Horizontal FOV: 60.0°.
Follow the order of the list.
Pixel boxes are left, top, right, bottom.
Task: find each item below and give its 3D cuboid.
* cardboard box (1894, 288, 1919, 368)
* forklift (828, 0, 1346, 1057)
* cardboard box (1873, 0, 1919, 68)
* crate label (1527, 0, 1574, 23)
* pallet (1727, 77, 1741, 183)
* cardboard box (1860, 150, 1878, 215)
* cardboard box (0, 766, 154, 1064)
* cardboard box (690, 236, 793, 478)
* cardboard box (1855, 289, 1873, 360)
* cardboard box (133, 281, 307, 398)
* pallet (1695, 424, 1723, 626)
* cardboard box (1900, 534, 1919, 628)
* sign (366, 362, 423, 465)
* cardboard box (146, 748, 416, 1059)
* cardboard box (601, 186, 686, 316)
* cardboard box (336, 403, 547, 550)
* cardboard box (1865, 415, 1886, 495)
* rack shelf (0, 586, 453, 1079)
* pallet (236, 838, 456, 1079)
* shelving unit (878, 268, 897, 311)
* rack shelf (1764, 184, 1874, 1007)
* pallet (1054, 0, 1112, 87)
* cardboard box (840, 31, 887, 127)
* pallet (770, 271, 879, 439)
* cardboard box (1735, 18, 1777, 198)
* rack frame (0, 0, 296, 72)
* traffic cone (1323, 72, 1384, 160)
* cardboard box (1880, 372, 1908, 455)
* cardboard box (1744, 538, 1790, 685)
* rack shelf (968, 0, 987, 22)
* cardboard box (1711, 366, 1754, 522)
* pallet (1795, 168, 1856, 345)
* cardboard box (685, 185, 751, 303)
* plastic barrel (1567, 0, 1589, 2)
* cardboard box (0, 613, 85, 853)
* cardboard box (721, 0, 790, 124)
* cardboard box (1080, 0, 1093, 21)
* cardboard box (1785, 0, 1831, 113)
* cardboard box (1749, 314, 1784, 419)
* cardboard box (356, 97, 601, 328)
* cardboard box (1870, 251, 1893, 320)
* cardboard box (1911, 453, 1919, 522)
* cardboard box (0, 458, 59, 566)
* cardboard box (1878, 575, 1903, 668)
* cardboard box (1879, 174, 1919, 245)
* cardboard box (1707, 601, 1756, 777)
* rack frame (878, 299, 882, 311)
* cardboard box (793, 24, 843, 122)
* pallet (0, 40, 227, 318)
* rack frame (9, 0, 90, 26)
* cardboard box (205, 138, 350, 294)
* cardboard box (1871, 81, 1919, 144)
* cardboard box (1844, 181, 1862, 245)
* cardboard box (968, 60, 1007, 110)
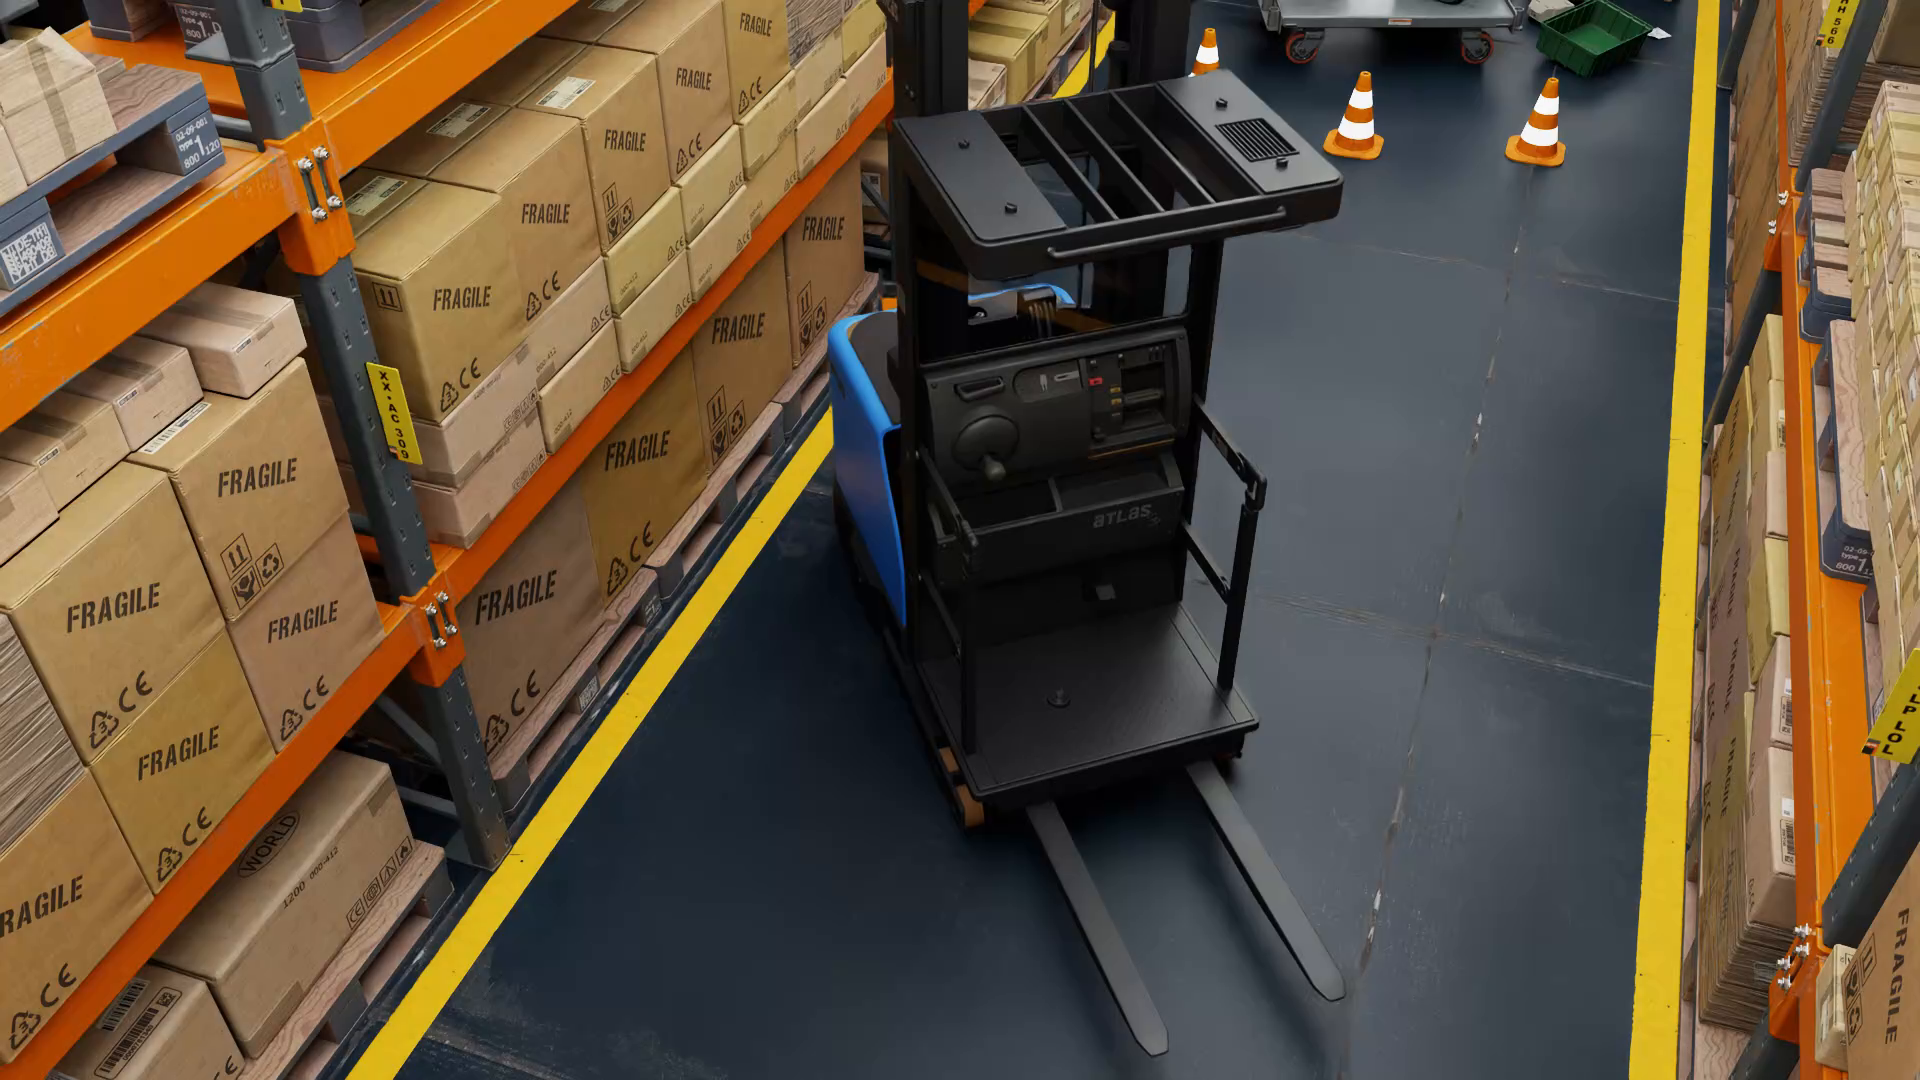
[{"bbox_3d":[3.085,-0.612,5.068,0.380,0.149,0.250,13,42,14],"label":"cardboard box"},{"bbox_3d":[0.412,-0.372,5.428,1.130,2.935,3.031,-12,42,-14],"label":"forklift"},{"bbox_3d":[4.125,-2.204,6.674,0.700,0.500,0.500,13,42,15],"label":"cardboard box"},{"bbox_3d":[4.053,-3.628,11.396,0.298,0.136,0.250,-13,42,-15],"label":"crate label"},{"bbox_3d":[5.137,-2.405,9.906,1.003,0.211,1.213,13,42,15],"label":"pallet"},{"bbox_3d":[3.517,-1.275,6.074,0.380,0.149,0.250,15,43,17],"label":"cardboard box"},{"bbox_3d":[-2.339,0.816,3.906,0.500,0.500,0.500,13,42,14],"label":"cardboard box"},{"bbox_3d":[-1.347,-0.956,7.373,0.875,0.875,0.875,14,42,16],"label":"cardboard box"},{"bbox_3d":[3.256,-0.694,5.622,0.380,0.149,0.250,15,43,16],"label":"cardboard box"},{"bbox_3d":[-1.898,-0.518,4.198,0.380,0.149,0.250,12,42,14],"label":"cardboard box"},{"bbox_3d":[3.693,0.024,7.060,1.003,0.211,1.213,13,42,15],"label":"pallet"},{"bbox_3d":[2.721,0.151,4.403,0.380,0.149,0.250,15,43,17],"label":"cardboard box"},{"bbox_3d":[-1.570,-0.348,4.619,0.100,0.325,0.005,13,42,15],"label":"sign"},{"bbox_3d":[-2.408,1.063,5.343,0.875,0.438,0.875,13,42,14],"label":"cardboard box"},{"bbox_3d":[-1.327,-1.076,5.930,0.500,0.250,0.500,14,42,16],"label":"cardboard box"},{"bbox_3d":[-1.694,-0.264,5.363,0.500,0.250,0.500,12,42,14],"label":"cardboard box"},{"bbox_3d":[2.986,-0.220,5.066,0.380,0.149,0.250,15,43,17],"label":"cardboard box"},{"bbox_3d":[-2.776,1.383,3.873,1.077,0.370,4.000,13,42,15],"label":"rack shelf"},{"bbox_3d":[-2.426,1.396,5.451,1.003,0.211,1.213,13,42,15],"label":"pallet"},{"bbox_3d":[-0.239,-0.660,7.215,0.215,1.050,0.252,-1,40,-1],"label":"shelving unit"},{"bbox_3d":[3.278,-0.020,5.517,1.077,0.370,4.000,13,42,15],"label":"rack shelf"},{"bbox_3d":[0.379,-3.454,11.136,1.003,0.211,1.213,13,42,15],"label":"pallet"},{"bbox_3d":[-0.653,-2.127,7.548,0.500,0.250,0.500,12,42,14],"label":"cardboard box"},{"bbox_3d":[-1.065,-1.026,8.289,1.003,0.211,1.213,13,42,15],"label":"pallet"},{"bbox_3d":[4.869,-2.271,9.011,1.050,0.750,0.750,13,42,15],"label":"cardboard box"},{"bbox_3d":[-2.092,-2.393,3.122,1.000,3.000,0.127,13,42,15],"label":"rack frame"},{"bbox_3d":[2.376,-2.559,9.893,0.336,0.463,0.334,13,42,15],"label":"traffic cone"},{"bbox_3d":[2.992,-0.343,4.981,0.380,0.149,0.250,13,42,15],"label":"cardboard box"},{"bbox_3d":[2.967,0.286,5.629,0.500,0.250,0.500,12,42,13],"label":"cardboard box"},{"bbox_3d":[-0.040,-3.497,9.592,1.077,0.370,4.000,13,42,15],"label":"rack shelf"},{"bbox_3d":[3.480,-0.348,6.949,0.500,0.500,0.500,12,42,13],"label":"cardboard box"},{"bbox_3d":[3.818,-0.982,6.238,1.213,0.211,1.003,13,42,15],"label":"pallet"},{"bbox_3d":[-1.148,-1.191,6.451,0.500,0.250,0.500,13,42,14],"label":"cardboard box"},{"bbox_3d":[4.276,-4.006,11.619,0.421,0.421,0.512,-21,45,-22],"label":"plastic barrel"},{"bbox_3d":[-2.340,0.440,3.576,0.500,0.500,0.500,14,42,16],"label":"cardboard box"},{"bbox_3d":[-0.999,-1.979,6.412,0.500,0.500,0.500,13,42,15],"label":"cardboard box"},{"bbox_3d":[0.467,-3.830,11.129,0.950,0.372,0.625,14,42,16],"label":"cardboard box"},{"bbox_3d":[4.035,-2.190,7.429,0.500,0.500,0.500,13,42,15],"label":"cardboard box"},{"bbox_3d":[3.499,-0.641,6.715,0.500,0.250,0.500,11,42,13],"label":"cardboard box"},{"bbox_3d":[-1.524,-1.050,5.323,0.500,0.500,0.500,13,42,15],"label":"cardboard box"},{"bbox_3d":[3.257,-0.806,5.524,0.380,0.149,0.250,13,42,15],"label":"cardboard box"},{"bbox_3d":[2.819,-0.134,4.508,0.380,0.149,0.250,13,42,15],"label":"cardboard box"},{"bbox_3d":[-2.255,-0.073,3.677,0.380,0.149,0.250,13,42,15],"label":"cardboard box"},{"bbox_3d":[2.719,0.266,4.498,0.380,0.149,0.250,13,42,15],"label":"cardboard box"},{"bbox_3d":[3.353,-1.091,5.629,0.380,0.149,0.250,12,42,13],"label":"cardboard box"},{"bbox_3d":[2.966,0.585,5.855,0.500,0.500,0.500,12,42,14],"label":"cardboard box"},{"bbox_3d":[-0.235,-0.581,7.122,0.200,1.050,0.008,-1,40,-1],"label":"rack frame"},{"bbox_3d":[-0.823,-2.018,7.035,0.500,0.250,0.500,12,42,14],"label":"cardboard box"},{"bbox_3d":[-2.382,-0.722,3.542,1.003,0.211,1.213,13,42,15],"label":"pallet"},{"bbox_3d":[-5.390,-3.650,9.217,1.000,3.000,0.127,13,42,15],"label":"rack frame"},{"bbox_3d":[-2.175,-0.858,5.097,0.500,0.500,0.500,15,43,16],"label":"cardboard box"},{"bbox_3d":[3.620,-1.563,6.182,0.380,0.149,0.250,13,42,15],"label":"cardboard box"},{"bbox_3d":[3.527,-1.186,6.199,0.380,0.149,0.250,15,43,17],"label":"cardboard box"},{"bbox_3d":[-0.277,-2.505,9.576,0.950,0.372,0.625,13,42,14],"label":"cardboard box"}]
